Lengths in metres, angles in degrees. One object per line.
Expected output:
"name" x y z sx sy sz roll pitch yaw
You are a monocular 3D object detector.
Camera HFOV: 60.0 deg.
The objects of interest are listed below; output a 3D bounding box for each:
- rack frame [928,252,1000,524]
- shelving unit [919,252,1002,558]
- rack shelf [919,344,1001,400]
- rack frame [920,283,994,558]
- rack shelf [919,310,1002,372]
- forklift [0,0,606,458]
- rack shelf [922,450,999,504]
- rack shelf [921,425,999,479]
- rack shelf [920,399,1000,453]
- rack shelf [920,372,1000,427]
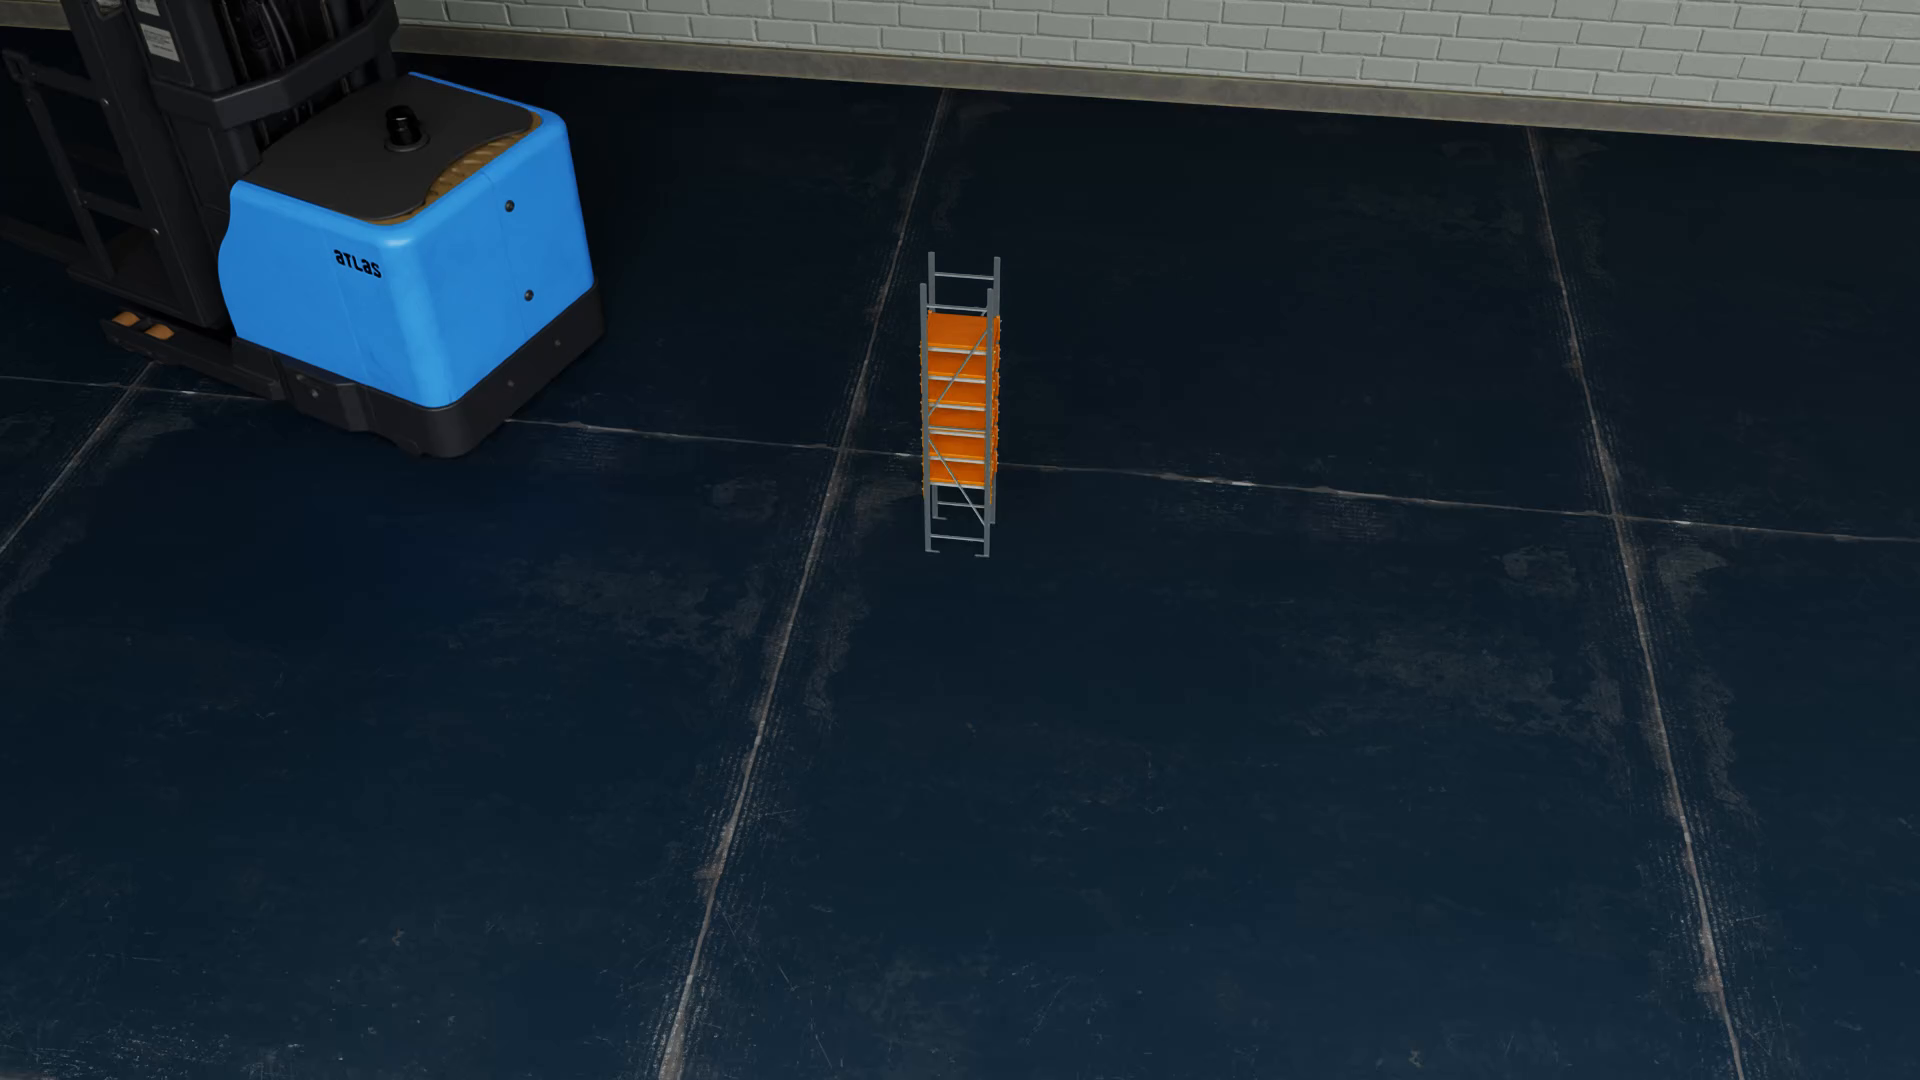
"rack frame" 0.014 -0.508 5.914 0.240 1.200 0.006 5 44 6
"shelving unit" 0.002 -0.446 5.848 0.258 1.200 0.189 5 44 6
"rack shelf" 0.002 -0.588 5.713 0.258 0.103 0.180 5 44 6
"rack frame" -0.010 -0.383 5.782 0.240 1.200 0.006 5 44 6
"rack shelf" 0.002 -0.675 5.631 0.258 0.103 0.180 5 44 6
"forklift" -3.057 -2.108 6.345 3.031 2.935 1.130 20 47 20
"rack shelf" 0.002 -0.239 6.043 0.258 0.103 0.180 5 44 6
"rack shelf" 0.002 -0.326 5.961 0.258 0.103 0.180 5 44 6
"rack shelf" 0.002 -0.413 5.878 0.258 0.103 0.180 5 44 6
"rack shelf" 0.002 -0.500 5.796 0.258 0.103 0.180 5 44 6
